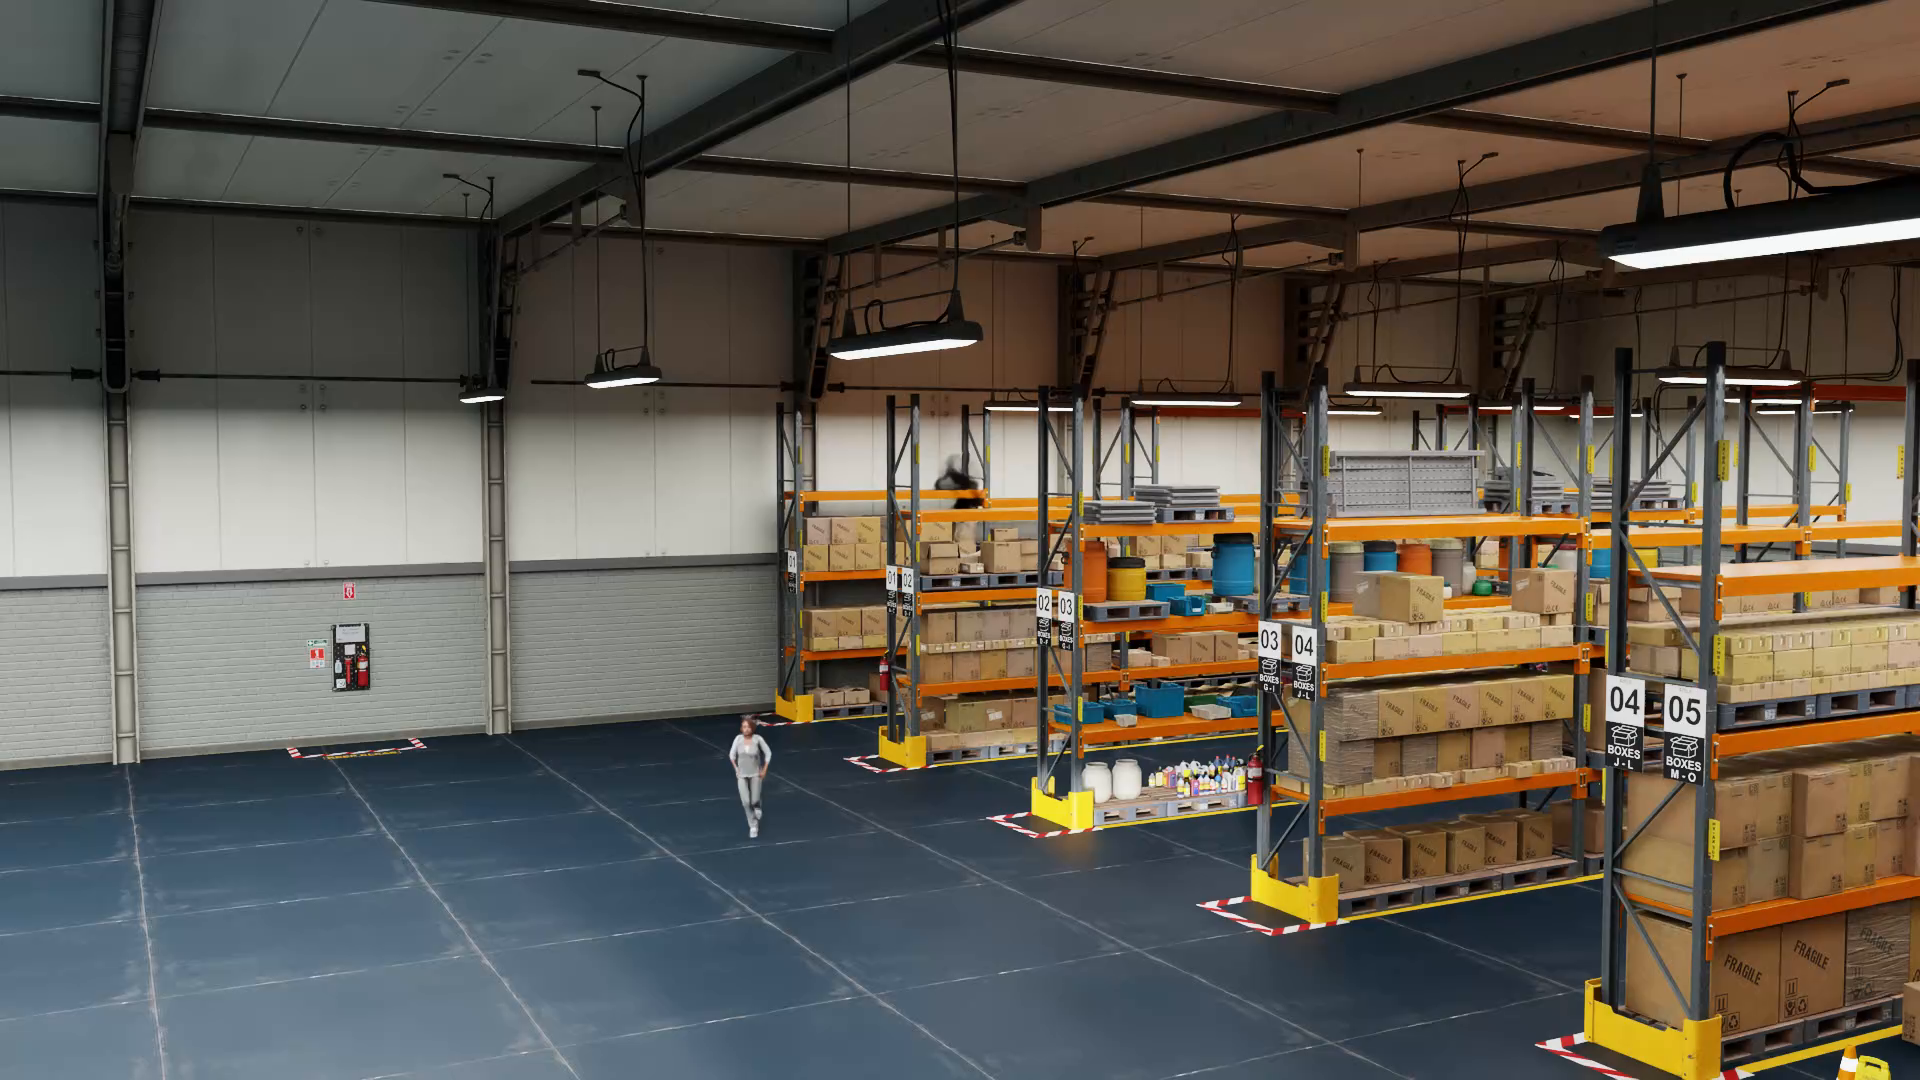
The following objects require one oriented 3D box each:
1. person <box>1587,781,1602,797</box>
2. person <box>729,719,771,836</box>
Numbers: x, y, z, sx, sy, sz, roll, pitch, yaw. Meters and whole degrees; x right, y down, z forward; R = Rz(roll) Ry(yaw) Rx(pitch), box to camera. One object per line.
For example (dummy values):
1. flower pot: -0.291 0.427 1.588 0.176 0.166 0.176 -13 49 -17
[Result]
1. person: 8.930 3.042 23.170 0.814 1.702 0.581 -1 4 -23
2. person: -2.799 3.144 22.157 0.552 1.559 0.535 0 3 3
